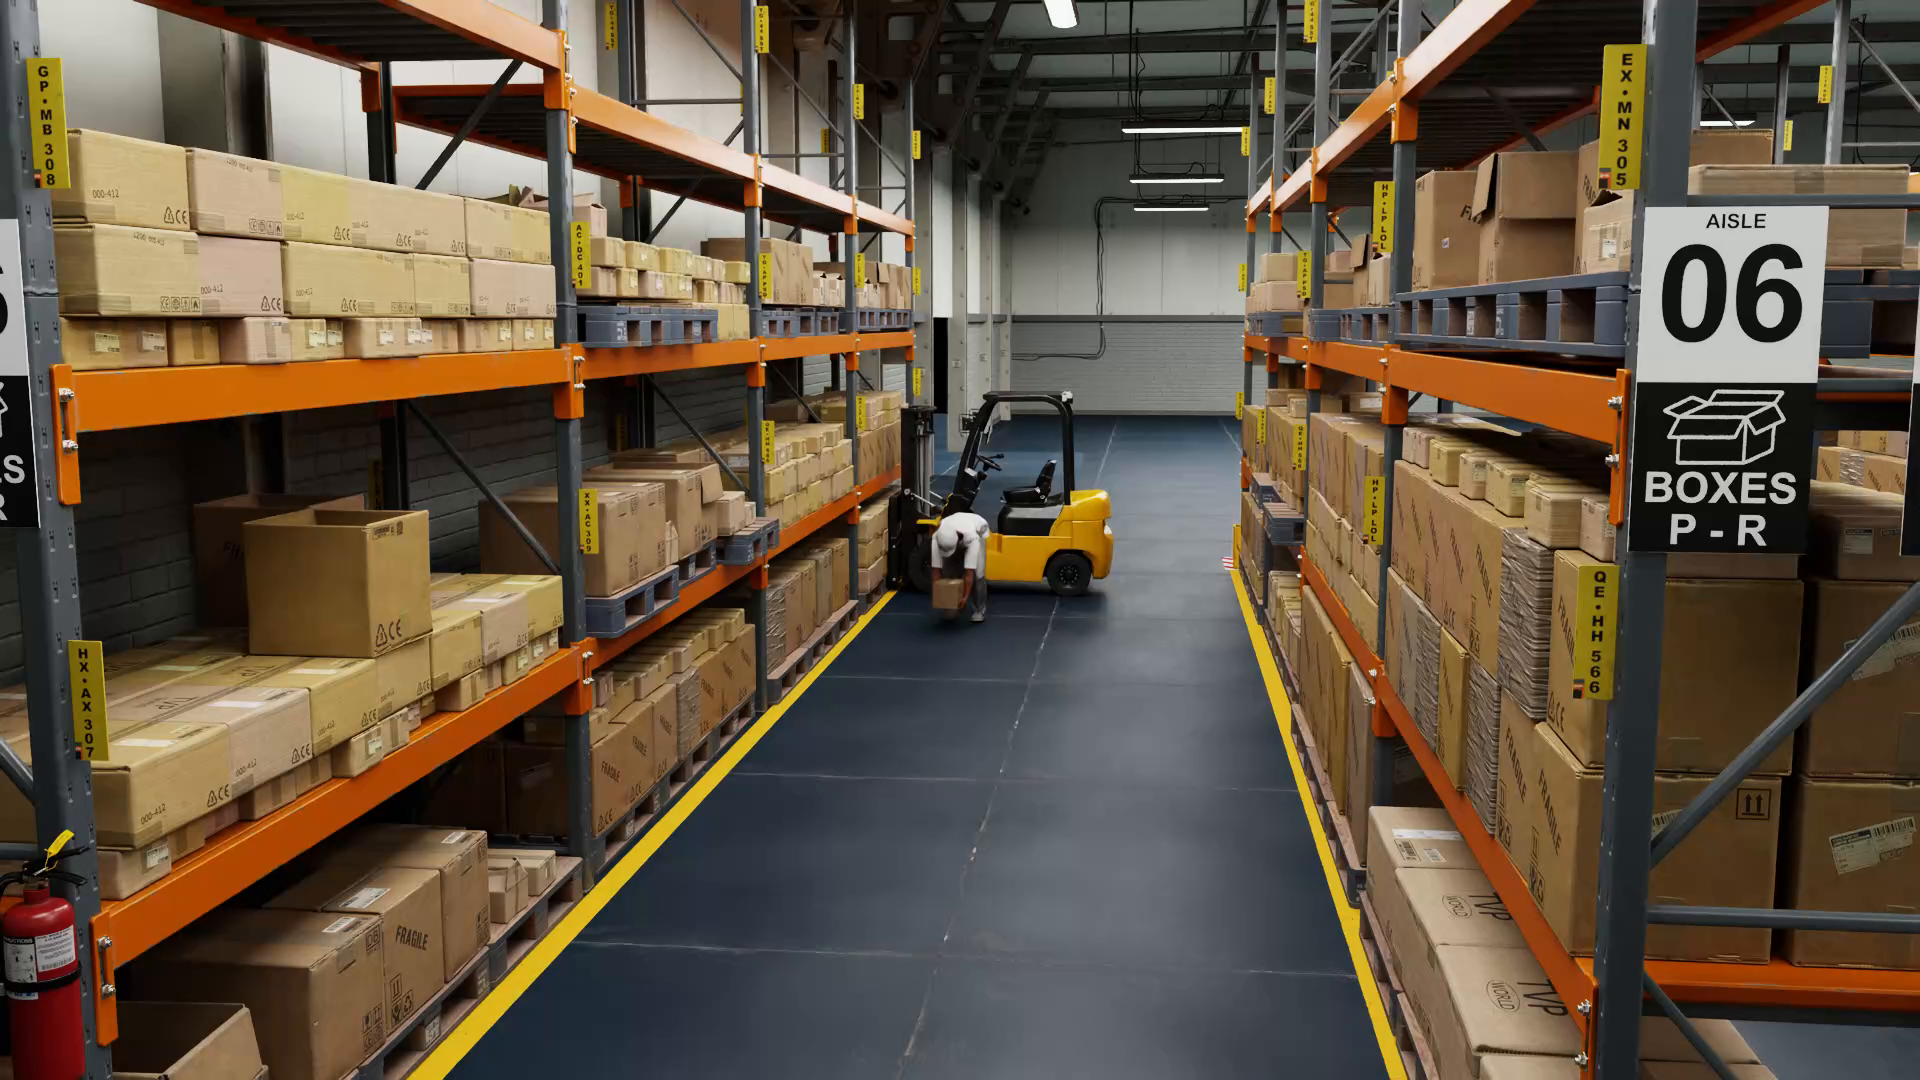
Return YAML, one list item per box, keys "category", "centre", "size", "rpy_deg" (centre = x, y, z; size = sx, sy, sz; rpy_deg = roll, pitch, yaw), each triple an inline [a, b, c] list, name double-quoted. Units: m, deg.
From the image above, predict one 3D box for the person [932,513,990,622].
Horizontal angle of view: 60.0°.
- category: "person"
  centre: [-0.008, 0.290, 16.166]
  size: [0.485, 1.064, 0.982]
  rpy_deg: [2, 8, 17]
